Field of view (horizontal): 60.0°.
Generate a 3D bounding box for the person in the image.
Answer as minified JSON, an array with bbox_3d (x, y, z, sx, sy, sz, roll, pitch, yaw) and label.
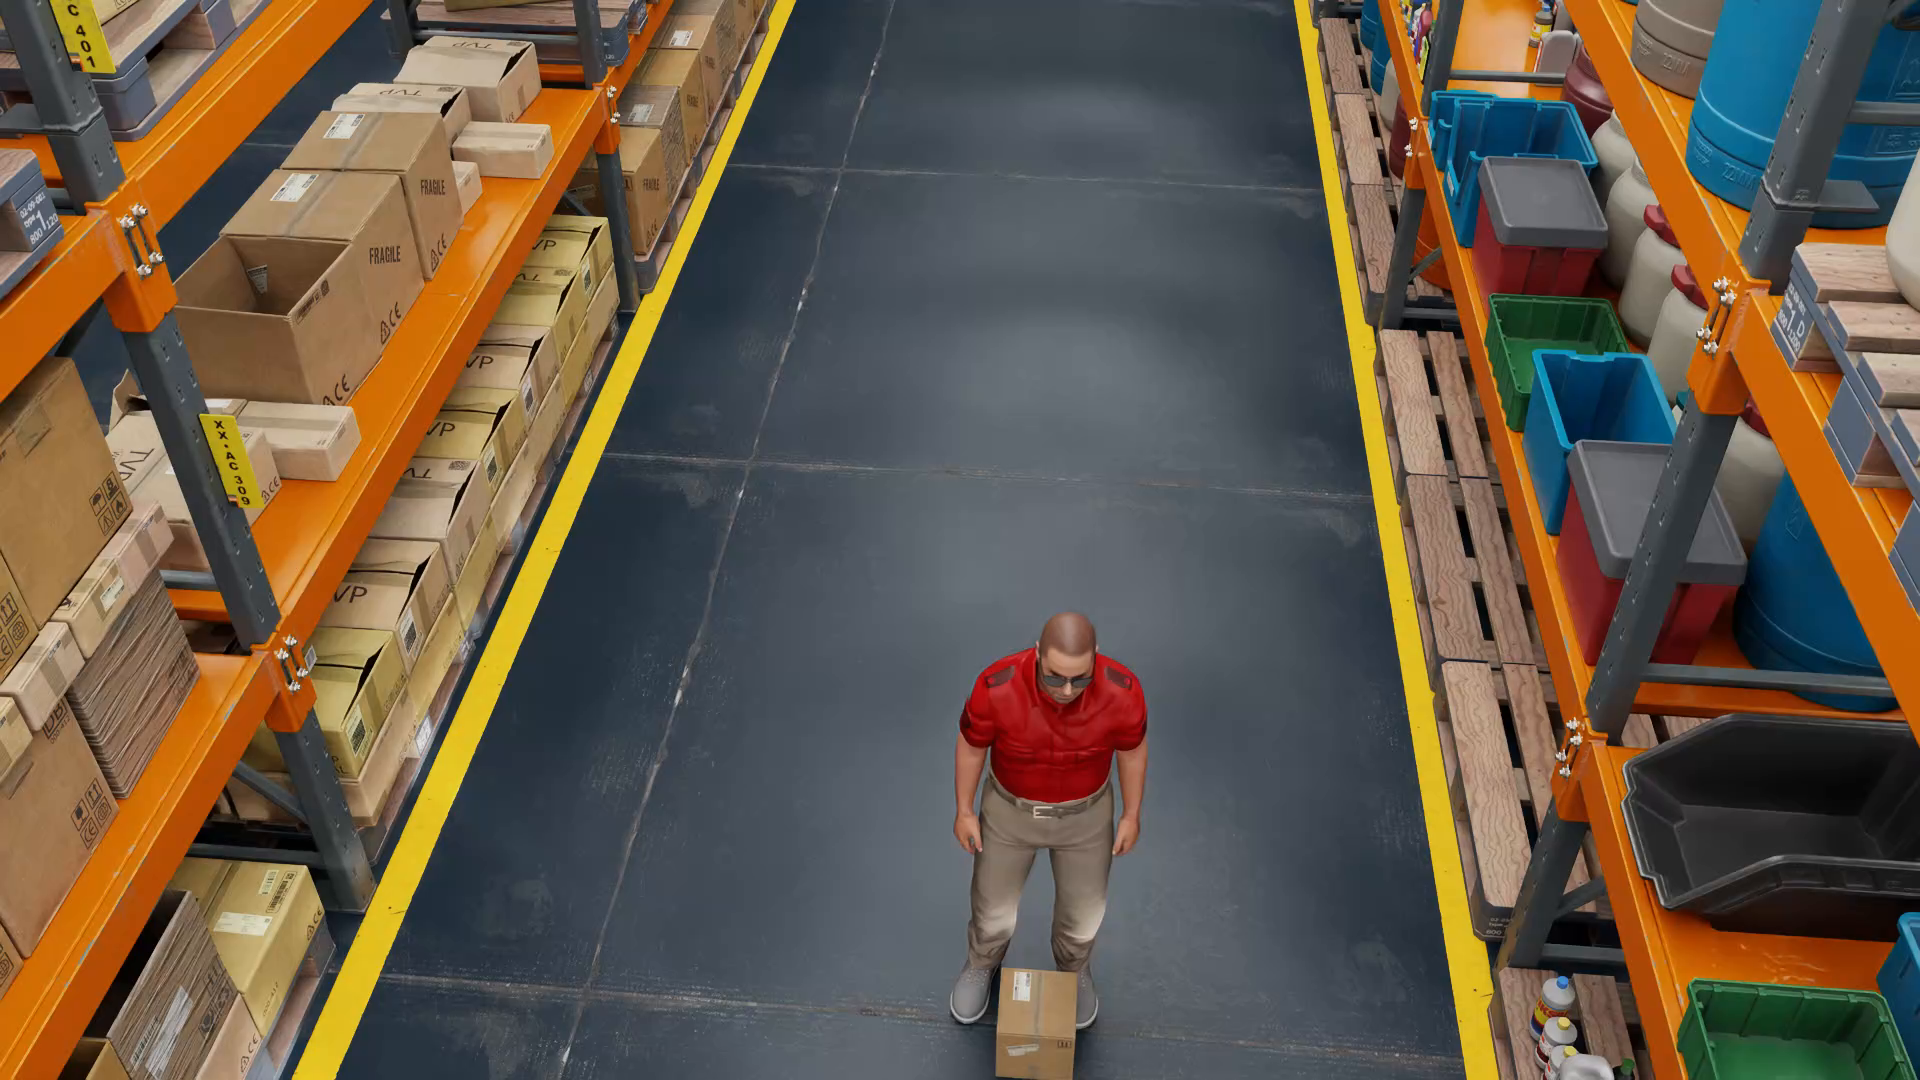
[{"bbox_3d":[0.271,0.850,5.148,0.605,1.726,0.394,1,40,1],"label":"person"}]
